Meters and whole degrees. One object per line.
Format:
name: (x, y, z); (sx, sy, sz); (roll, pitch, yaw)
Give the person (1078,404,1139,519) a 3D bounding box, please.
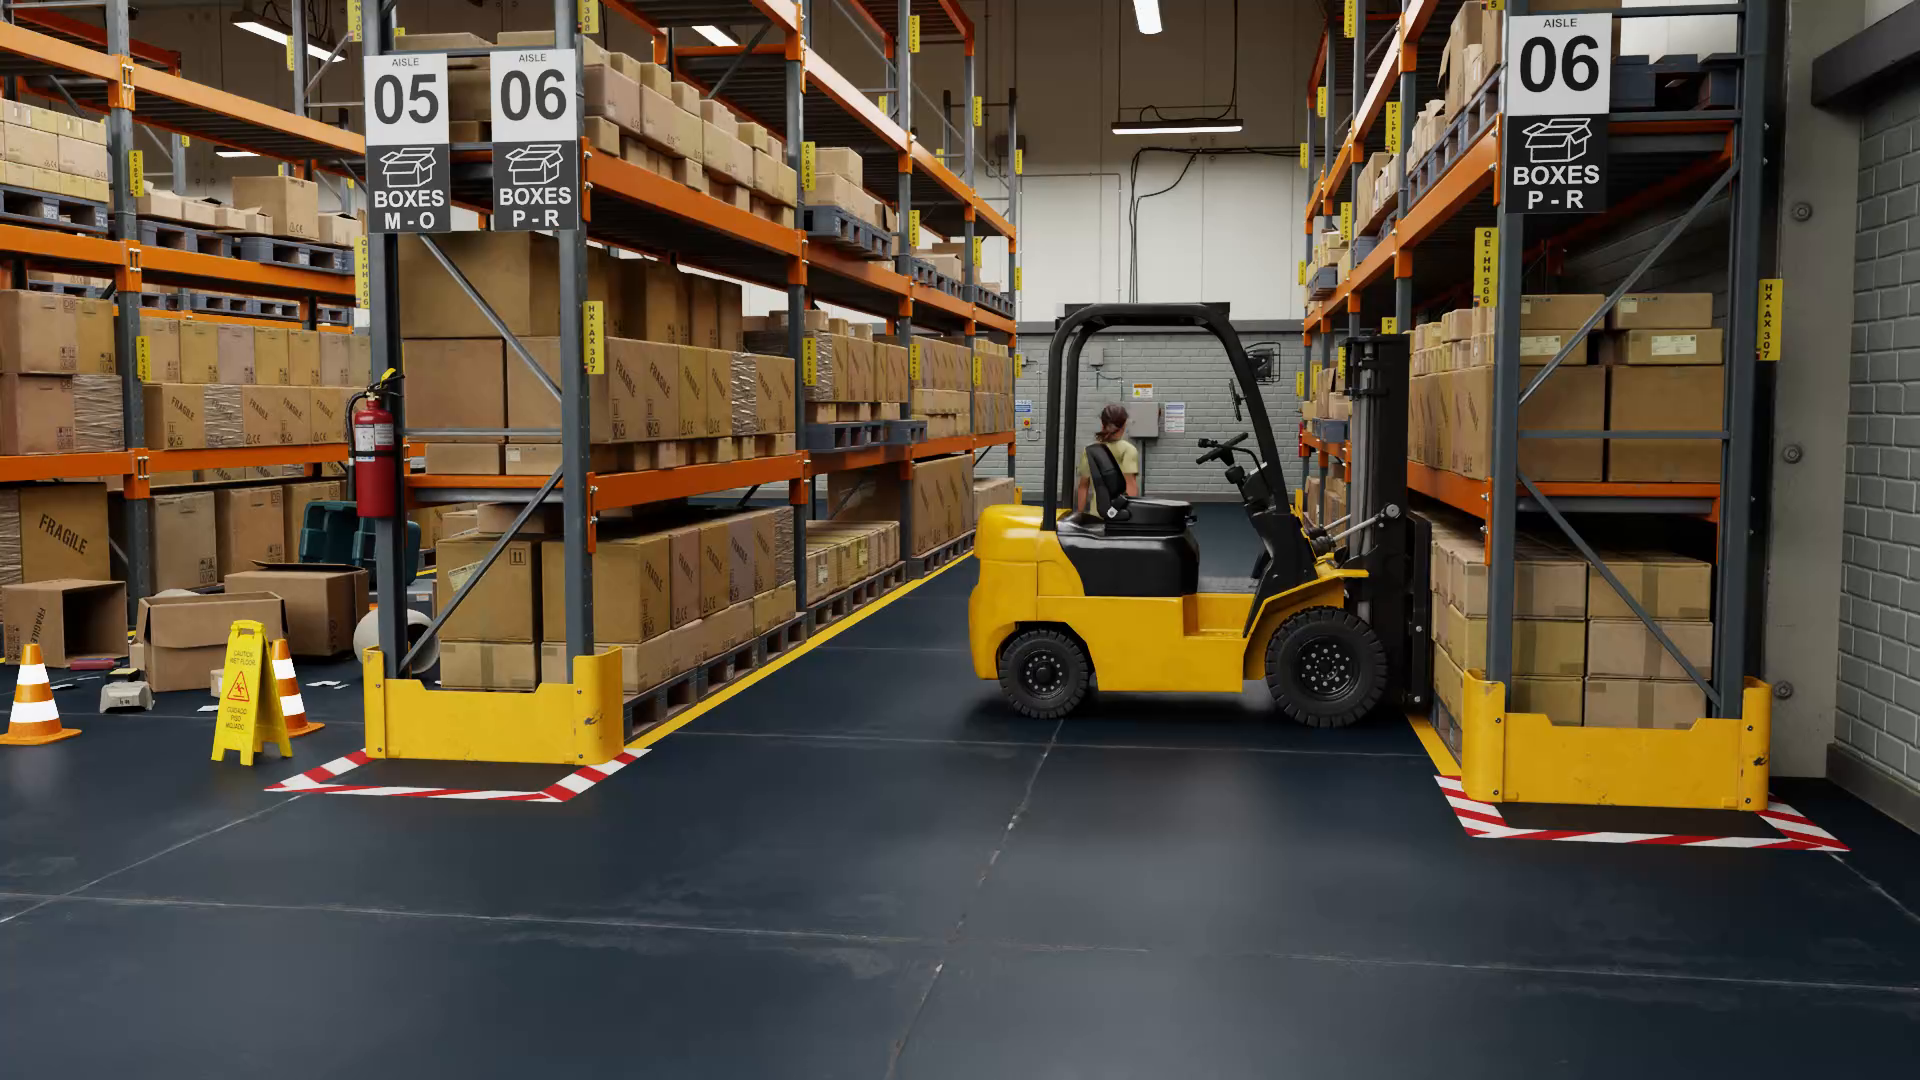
person: (1.068, -0.123, 11.449); (0.522, 1.630, 0.891); (2, 5, 26)
